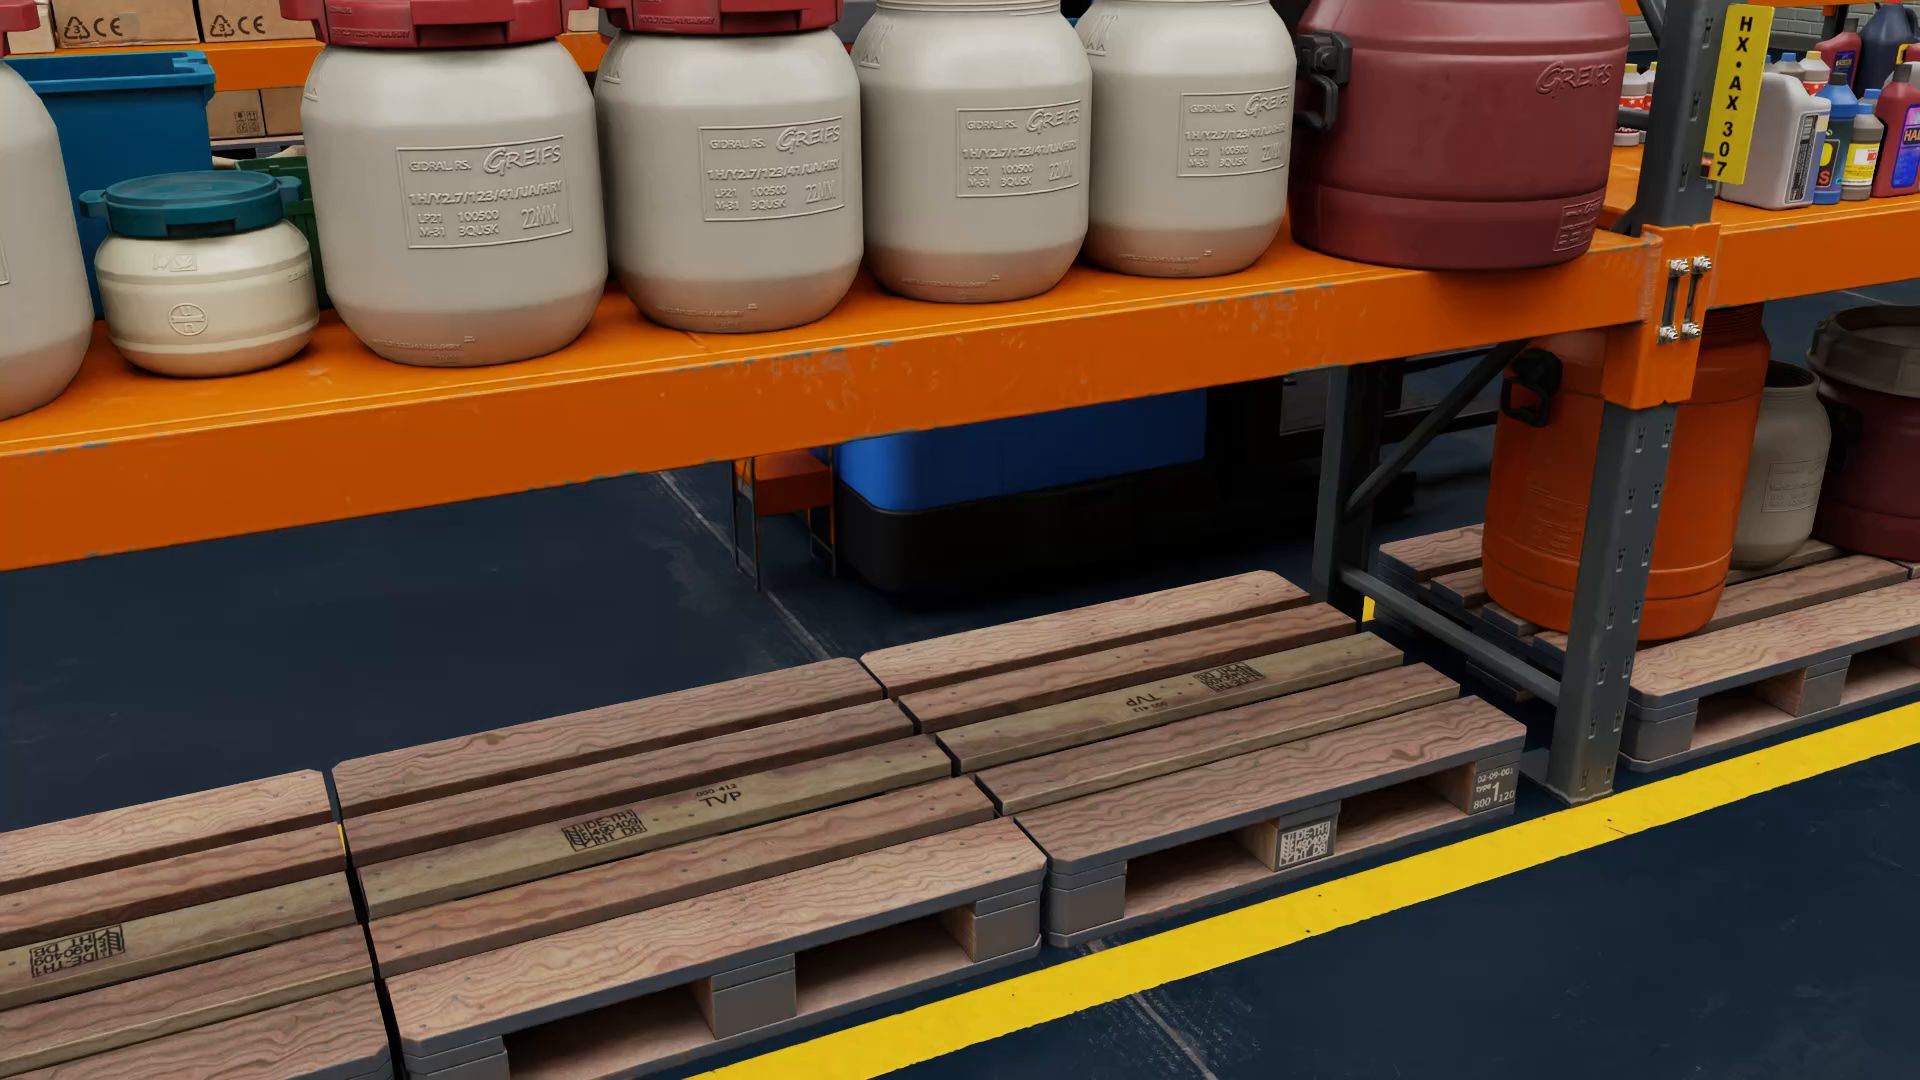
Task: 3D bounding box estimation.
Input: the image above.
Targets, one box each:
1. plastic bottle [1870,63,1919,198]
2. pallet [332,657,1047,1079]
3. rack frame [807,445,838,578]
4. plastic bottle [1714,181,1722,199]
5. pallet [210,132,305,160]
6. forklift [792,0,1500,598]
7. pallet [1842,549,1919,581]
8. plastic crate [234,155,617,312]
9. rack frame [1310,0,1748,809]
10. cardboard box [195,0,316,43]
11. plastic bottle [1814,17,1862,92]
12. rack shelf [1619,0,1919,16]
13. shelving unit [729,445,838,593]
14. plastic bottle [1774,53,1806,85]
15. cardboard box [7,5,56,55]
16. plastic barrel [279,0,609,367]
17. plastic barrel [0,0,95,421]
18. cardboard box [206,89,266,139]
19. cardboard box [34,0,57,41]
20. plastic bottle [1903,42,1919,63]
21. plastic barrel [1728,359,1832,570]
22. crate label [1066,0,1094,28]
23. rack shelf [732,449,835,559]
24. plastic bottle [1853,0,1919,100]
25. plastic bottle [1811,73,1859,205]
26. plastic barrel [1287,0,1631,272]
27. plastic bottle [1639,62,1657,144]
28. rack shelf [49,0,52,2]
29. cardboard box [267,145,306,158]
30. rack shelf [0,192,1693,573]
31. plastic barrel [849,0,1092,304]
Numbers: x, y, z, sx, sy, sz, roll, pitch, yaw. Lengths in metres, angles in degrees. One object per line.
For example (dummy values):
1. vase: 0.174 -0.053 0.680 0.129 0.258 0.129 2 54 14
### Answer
1. plastic bottle: 2.074 -0.903 3.663 0.133 0.283 0.061 -10 25 -24
2. pallet: -0.585 0.646 3.413 1.213 0.211 1.003 -10 25 -24
3. rack frame: -0.414 -0.406 4.858 0.008 1.050 0.200 -11 25 -24
4. plastic bottle: 1.692 -0.914 3.697 0.135 0.276 0.152 -10 25 -24
5. pallet: -4.872 -2.754 11.627 1.213 0.211 1.003 -10 25 -24
6. forklift: 0.916 -1.562 5.192 3.031 2.935 1.130 -11 25 -24
7. pallet: 3.018 -0.016 5.012 1.213 0.211 1.003 -10 25 -24
8. plastic crate: -0.930 -0.583 3.013 0.662 0.188 0.450 -10 25 -24
9. rack frame: 1.228 -0.958 3.643 0.127 3.000 1.000 -10 25 -24
10. cardboard box: -2.897 -2.341 6.852 0.500 0.500 0.500 -10 25 -24
11. plastic bottle: 2.437 -1.308 4.640 0.133 0.283 0.061 -10 25 -24
12. rack shelf: 4.489 -3.329 10.310 4.000 0.370 1.077 -10 25 -24
13. shelving unit: -0.524 -0.385 4.807 0.252 1.050 0.215 -11 25 -24
14. plastic bottle: 2.253 -1.228 4.556 0.097 0.201 0.097 0 22 0
15. cardboard box: -3.635 -1.963 6.398 0.250 0.149 0.380 -10 25 -24
16. plastic barrel: -0.758 -0.562 2.509 0.433 0.535 0.433 0 22 0
17. plastic barrel: -1.420 -0.441 2.215 0.433 0.535 0.433 0 22 0
18. cardboard box: -5.096 -3.059 11.410 0.500 0.500 0.700 -10 25 -23
19. cardboard box: -3.809 -2.149 6.696 0.258 0.266 0.396 -11 25 -25
20. plastic bottle: 2.666 -1.289 4.594 0.133 0.283 0.061 -10 25 -24
21. plastic barrel: 2.131 -0.214 4.549 0.421 0.512 0.421 0 22 0
22. crate label: 0.215 -0.903 3.463 0.616 0.435 0.502 -10 25 -24
23. rack shelf: -0.524 -0.118 4.918 0.240 0.259 0.215 -11 25 -24
24. plastic bottle: 2.598 -1.351 4.657 0.185 0.351 0.144 -10 25 -24
25. plastic bottle: 1.874 -0.869 3.595 0.097 0.271 0.097 0 22 0
26. plastic barrel: 0.941 -0.840 3.179 0.708 0.536 0.600 -10 25 -24
27. plastic bottle: 1.815 -1.148 4.361 0.097 0.201 0.097 0 22 0
28. rack shelf: -4.871 -3.708 11.227 4.000 0.370 1.077 -10 25 -24
29. cardboard box: -2.910 -1.604 7.515 0.500 0.311 0.500 -11 25 -24
30. rack shelf: -0.575 -0.294 2.979 4.000 0.370 1.077 -10 25 -24
31. plastic barrel: 0.014 -0.696 2.863 0.421 0.512 0.421 0 22 0
